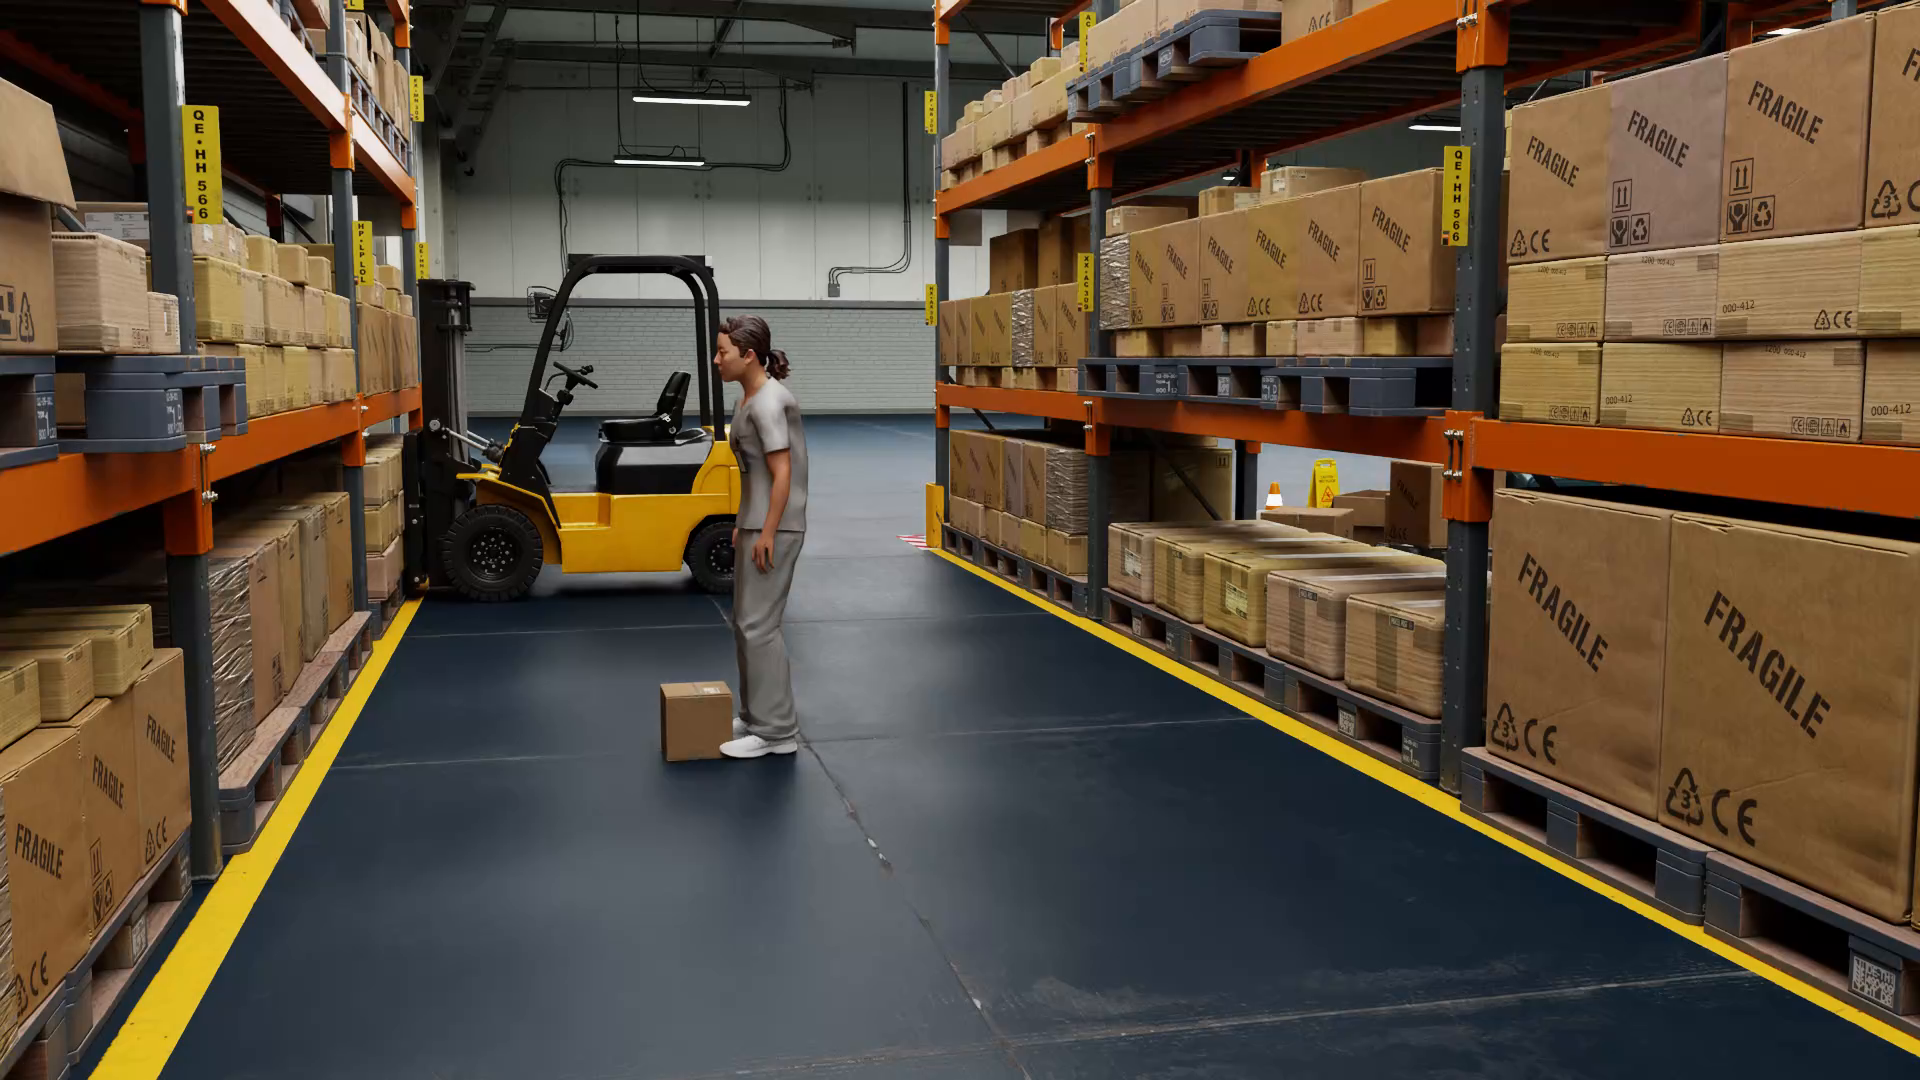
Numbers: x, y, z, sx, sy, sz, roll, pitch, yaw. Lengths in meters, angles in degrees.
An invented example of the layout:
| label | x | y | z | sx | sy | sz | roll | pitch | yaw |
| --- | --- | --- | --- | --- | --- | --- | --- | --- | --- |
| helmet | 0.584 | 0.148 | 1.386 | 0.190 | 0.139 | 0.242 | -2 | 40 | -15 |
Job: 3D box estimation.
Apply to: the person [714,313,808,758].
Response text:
| label | x | y | z | sx | sy | sz | roll | pitch | yaw |
| --- | --- | --- | --- | --- | --- | --- | --- | --- | --- |
| person | -0.770 | -0.022 | 6.354 | 0.365 | 1.671 | 0.513 | -2 | 6 | -17 |
